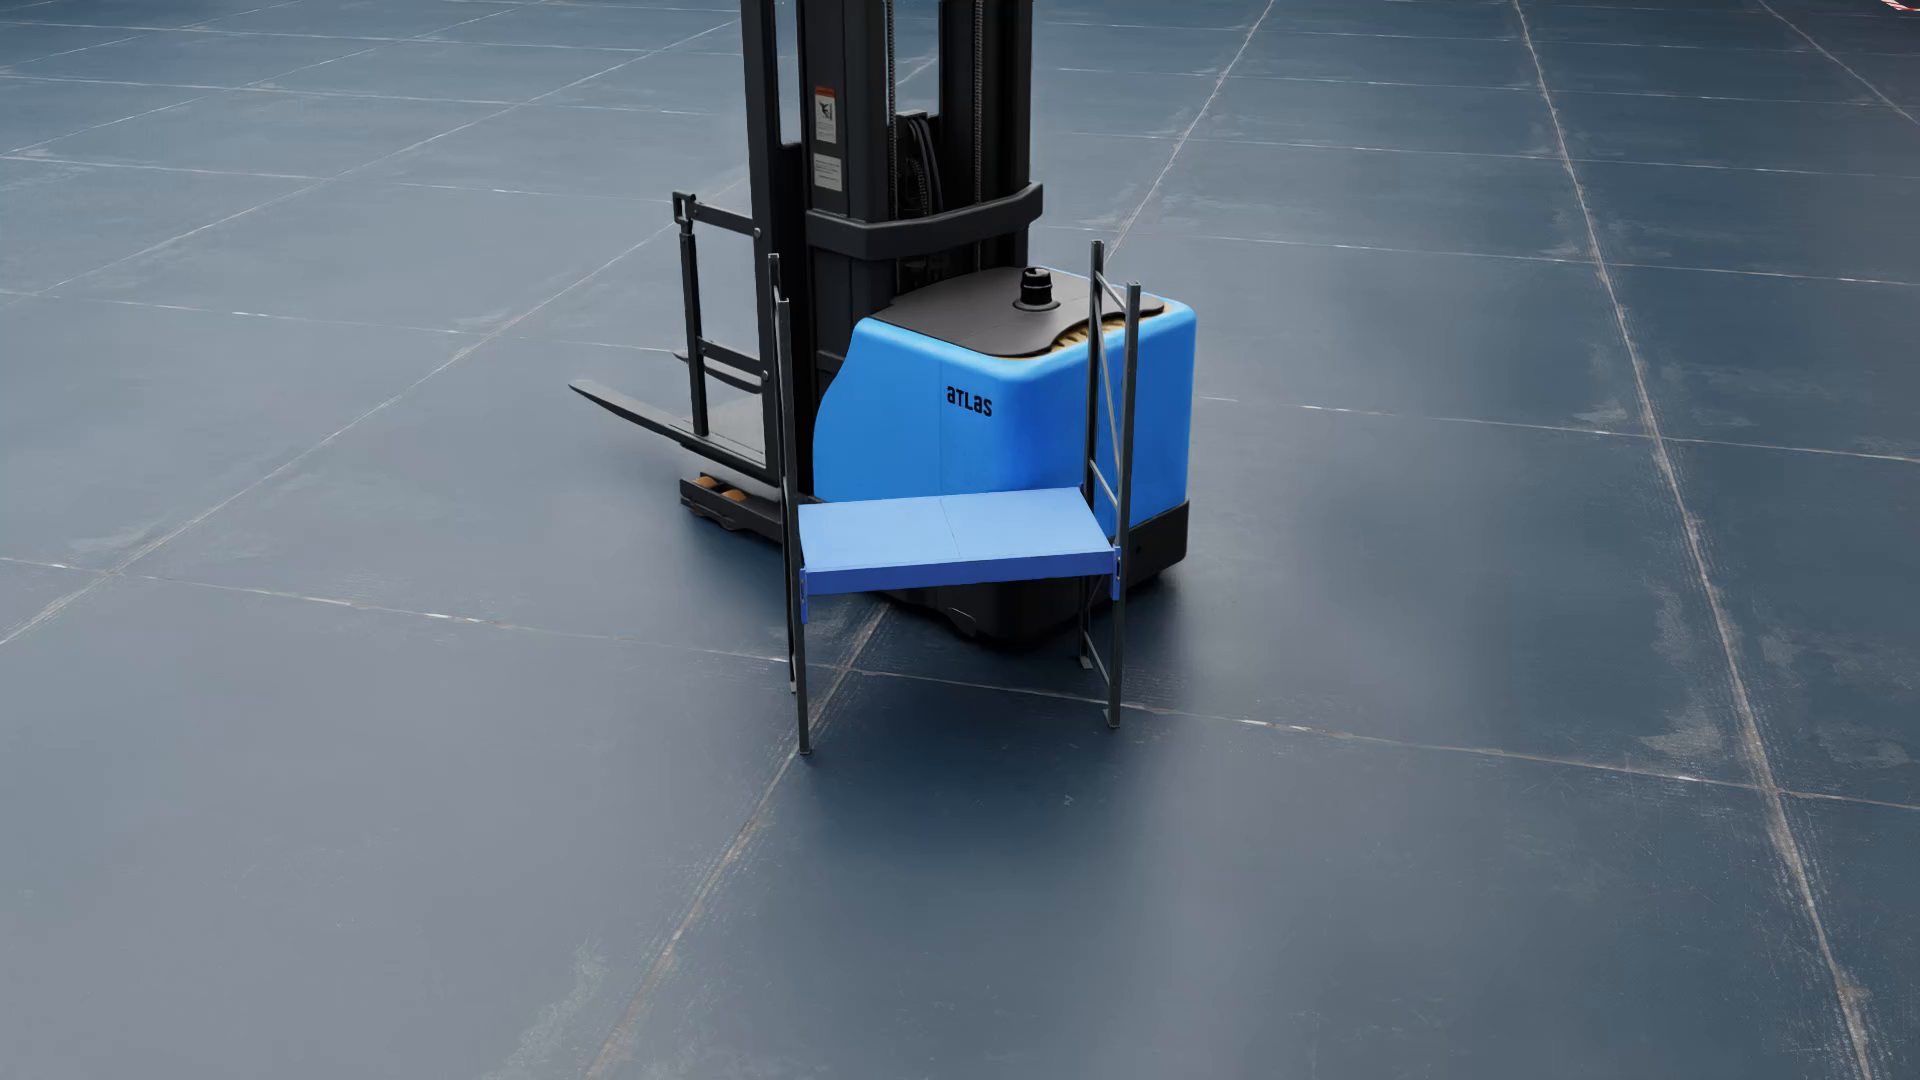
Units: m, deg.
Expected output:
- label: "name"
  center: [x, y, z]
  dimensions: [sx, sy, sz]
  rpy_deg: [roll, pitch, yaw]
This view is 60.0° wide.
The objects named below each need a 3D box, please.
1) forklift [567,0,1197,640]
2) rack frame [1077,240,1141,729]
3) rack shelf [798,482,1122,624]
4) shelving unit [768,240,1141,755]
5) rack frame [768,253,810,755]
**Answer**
- label: "forklift"
  center: [-0.525, -1.504, 6.499]
  dimensions: [3.031, 2.935, 1.130]
  rpy_deg: [23, 34, 39]
- label: "rack frame"
  center: [0.470, -0.166, 5.353]
  dimensions: [0.032, 1.500, 0.500]
  rpy_deg: [-4, 26, -8]
- label: "rack shelf"
  center: [-0.032, 0.031, 5.358]
  dimensions: [1.000, 0.185, 0.538]
  rpy_deg: [-4, 26, -8]
- label: "shelving unit"
  center: [-0.032, -0.131, 5.281]
  dimensions: [1.048, 1.500, 0.538]
  rpy_deg: [-4, 26, -8]
- label: "rack frame"
  center: [-0.535, -0.097, 5.208]
  dimensions: [0.032, 1.500, 0.500]
  rpy_deg: [-4, 26, -8]
